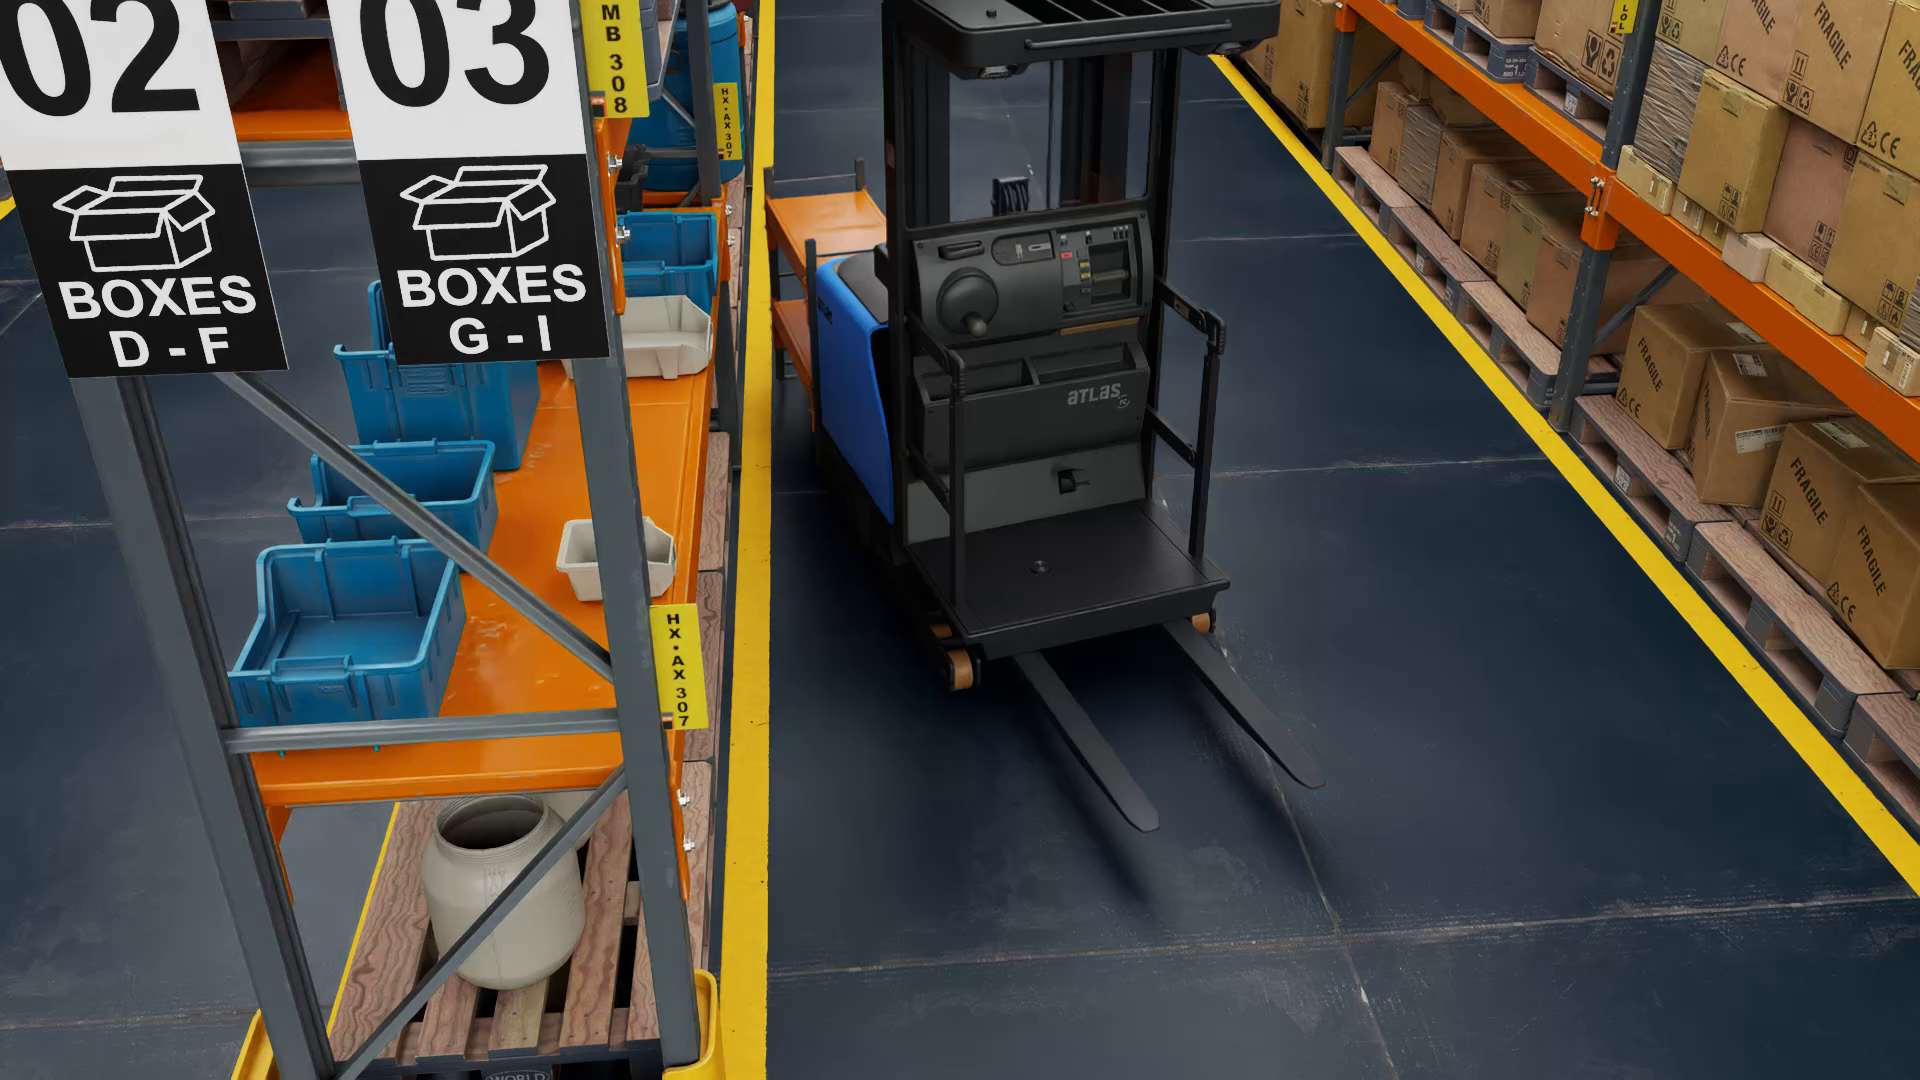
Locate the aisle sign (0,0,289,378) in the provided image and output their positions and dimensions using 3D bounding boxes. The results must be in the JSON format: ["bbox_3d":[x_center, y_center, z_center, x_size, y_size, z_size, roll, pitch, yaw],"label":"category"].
[{"bbox_3d":[-1.443,-0.645,2.870,0.394,0.787,0.004,-3,31,-5],"label":"aisle sign"}]

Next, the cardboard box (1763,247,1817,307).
[{"bbox_3d":[3.266,-0.990,6.228,0.380,0.149,0.250,-3,31,-5],"label":"cardboard box"}]

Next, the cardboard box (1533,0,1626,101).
[{"bbox_3d":[3.469,-2.710,7.867,1.000,1.000,1.000,-3,31,-4],"label":"cardboard box"}]

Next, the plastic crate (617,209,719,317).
[{"bbox_3d":[-1.154,-1.006,6.155,0.499,0.251,0.616,-3,31,-5],"label":"plastic crate"}]

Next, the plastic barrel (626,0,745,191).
[{"bbox_3d":[-1.262,-2.049,7.267,0.600,0.901,0.708,-3,31,-5],"label":"plastic barrel"}]

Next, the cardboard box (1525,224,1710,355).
[{"bbox_3d":[3.368,-1.290,8.493,0.700,0.500,0.500,-5,31,-8],"label":"cardboard box"}]

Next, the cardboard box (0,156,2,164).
[{"bbox_3d":[-6.591,-2.791,11.006,0.500,0.500,0.500,-1,31,-2],"label":"cardboard box"}]

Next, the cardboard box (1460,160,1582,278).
[{"bbox_3d":[3.289,-1.820,9.380,0.700,0.500,0.500,-5,31,-9],"label":"cardboard box"}]

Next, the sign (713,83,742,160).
[{"bbox_3d":[-0.979,-1.762,7.004,0.100,0.325,0.005,-3,31,-5],"label":"sign"}]

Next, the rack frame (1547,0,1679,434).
[{"bbox_3d":[3.404,-1.859,7.438,1.000,3.000,0.127,-3,31,-5],"label":"rack frame"}]

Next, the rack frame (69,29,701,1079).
[{"bbox_3d":[-1.154,0.420,3.622,1.000,3.000,0.127,-3,31,-5],"label":"rack frame"}]

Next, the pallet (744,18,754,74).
[{"bbox_3d":[-2.244,-4.113,13.931,1.003,0.211,1.213,-3,31,-5],"label":"pallet"}]

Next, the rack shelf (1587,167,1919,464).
[{"bbox_3d":[3.591,-0.530,5.913,1.077,0.370,4.000,-3,31,-5],"label":"rack shelf"}]

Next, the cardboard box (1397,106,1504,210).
[{"bbox_3d":[3.177,-2.394,10.341,0.700,0.500,0.500,-5,31,-9],"label":"cardboard box"}]

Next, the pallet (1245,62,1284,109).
[{"bbox_3d":[2.921,-3.732,13.292,1.003,0.211,1.213,-3,31,-5],"label":"pallet"}]

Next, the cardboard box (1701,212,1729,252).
[{"bbox_3d":[3.219,-1.246,6.655,0.380,0.149,0.250,-3,31,-5],"label":"cardboard box"}]

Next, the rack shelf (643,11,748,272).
[{"bbox_3d":[-1.714,-2.334,8.935,1.077,0.370,4.000,-3,31,-5],"label":"rack shelf"}]

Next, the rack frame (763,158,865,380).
[{"bbox_3d":[-0.715,-1.360,8.429,0.500,1.125,0.032,-8,32,-14],"label":"rack frame"}]

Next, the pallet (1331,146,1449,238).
[{"bbox_3d":[3.102,-2.305,10.904,1.003,0.211,1.213,-3,31,-5],"label":"pallet"}]

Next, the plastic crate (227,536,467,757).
[{"bbox_3d":[-1.498,0.243,4.064,0.499,0.251,0.616,-3,31,-5],"label":"plastic crate"}]

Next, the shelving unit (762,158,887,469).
[{"bbox_3d":[-0.574,-1.109,8.010,0.538,1.125,1.048,-8,32,-14],"label":"shelving unit"}]

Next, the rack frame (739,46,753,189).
[{"bbox_3d":[-1.901,-3.664,10.460,1.000,3.000,0.127,-3,31,-5],"label":"rack frame"}]

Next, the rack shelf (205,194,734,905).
[{"bbox_3d":[-1.341,-0.292,5.516,1.077,0.370,4.000,-3,31,-5],"label":"rack shelf"}]

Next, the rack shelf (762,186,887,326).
[{"bbox_3d":[-0.574,-1.360,7.860,0.538,0.278,1.000,-8,32,-14],"label":"rack shelf"}]

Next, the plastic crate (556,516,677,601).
[{"bbox_3d":[-0.917,0.061,4.480,0.298,0.136,0.250,-3,31,-5],"label":"plastic crate"}]

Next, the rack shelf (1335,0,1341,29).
[{"bbox_3d":[2.843,-4.614,12.751,1.077,0.370,4.000,-3,31,-5],"label":"rack shelf"}]

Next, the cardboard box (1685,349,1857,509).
[{"bbox_3d":[3.463,-0.468,7.137,0.500,0.500,0.500,7,32,11],"label":"cardboard box"}]

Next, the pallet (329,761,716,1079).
[{"bbox_3d":[-1.278,1.166,5.093,1.003,0.211,1.213,-3,31,-5],"label":"pallet"}]

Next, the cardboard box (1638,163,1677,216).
[{"bbox_3d":[3.135,-1.499,7.080,0.380,0.149,0.250,-3,31,-5],"label":"cardboard box"}]

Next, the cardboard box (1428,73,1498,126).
[{"bbox_3d":[3.182,-2.728,10.170,0.500,0.250,0.500,1,31,1],"label":"cardboard box"}]

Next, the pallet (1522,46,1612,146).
[{"bbox_3d":[3.477,-2.174,8.152,1.003,0.211,1.213,-3,31,-5],"label":"pallet"}]

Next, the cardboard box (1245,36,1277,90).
[{"bbox_3d":[2.911,-3.979,12.648,1.225,0.875,0.875,-3,31,-4],"label":"cardboard box"}]

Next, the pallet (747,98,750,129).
[{"bbox_3d":[-2.016,-2.868,11.845,1.003,0.211,1.213,-3,31,-5],"label":"pallet"}]

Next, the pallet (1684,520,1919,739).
[{"bbox_3d":[3.619,0.303,6.537,1.003,0.211,1.213,-3,31,-5],"label":"pallet"}]

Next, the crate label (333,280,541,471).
[{"bbox_3d":[-1.595,-0.522,5.164,0.502,0.435,0.616,-3,31,-5],"label":"crate label"}]

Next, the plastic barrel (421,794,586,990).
[{"bbox_3d":[-1.291,0.975,4.708,0.421,0.512,0.421,0,31,0],"label":"plastic barrel"}]

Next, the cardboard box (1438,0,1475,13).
[{"bbox_3d":[2.958,-3.151,9.337,0.500,0.250,0.500,-4,31,-6],"label":"cardboard box"}]

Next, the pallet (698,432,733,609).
[{"bbox_3d":[-1.506,-0.080,7.178,1.003,0.211,1.213,-3,31,-5],"label":"pallet"}]

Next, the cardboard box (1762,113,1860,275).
[{"bbox_3d":[3.543,-1.290,6.097,0.875,0.500,0.500,-3,31,-5],"label":"cardboard box"}]

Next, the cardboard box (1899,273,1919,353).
[{"bbox_3d":[3.584,-0.777,5.238,0.875,0.500,0.500,-3,31,-5],"label":"cardboard box"}]

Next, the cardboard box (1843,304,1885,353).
[{"bbox_3d":[3.347,-0.737,5.803,0.380,0.149,0.250,-3,31,-5],"label":"cardboard box"}]

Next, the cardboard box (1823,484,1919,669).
[{"bbox_3d":[3.606,0.132,6.132,0.500,0.500,0.500,0,31,0],"label":"cardboard box"}]

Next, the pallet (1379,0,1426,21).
[{"bbox_3d":[3.203,-3.461,10.306,1.213,0.211,1.003,-3,31,-5],"label":"pallet"}]

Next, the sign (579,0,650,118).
[{"bbox_3d":[-0.606,-0.896,2.891,0.100,0.325,0.005,-3,31,-5],"label":"sign"}]

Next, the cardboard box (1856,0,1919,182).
[{"bbox_3d":[3.345,-1.452,5.393,0.500,0.500,0.500,-3,31,-5],"label":"cardboard box"}]

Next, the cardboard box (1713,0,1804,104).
[{"bbox_3d":[3.241,-1.962,6.247,0.500,0.500,0.500,-3,31,-5],"label":"cardboard box"}]

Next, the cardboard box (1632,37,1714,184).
[{"bbox_3d":[3.384,-1.797,6.946,0.875,0.500,0.500,-3,31,-5],"label":"cardboard box"}]

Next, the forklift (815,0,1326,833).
[{"bbox_3d":[0.356,-0.928,5.945,1.130,2.935,3.031,-11,33,-18],"label":"forklift"}]

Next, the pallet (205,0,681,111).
[{"bbox_3d":[-1.134,-1.214,3.616,1.003,0.211,1.213,-3,31,-5],"label":"pallet"}]

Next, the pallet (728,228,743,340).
[{"bbox_3d":[-1.757,-1.448,9.469,1.003,0.211,1.213,-3,31,-5],"label":"pallet"}]
